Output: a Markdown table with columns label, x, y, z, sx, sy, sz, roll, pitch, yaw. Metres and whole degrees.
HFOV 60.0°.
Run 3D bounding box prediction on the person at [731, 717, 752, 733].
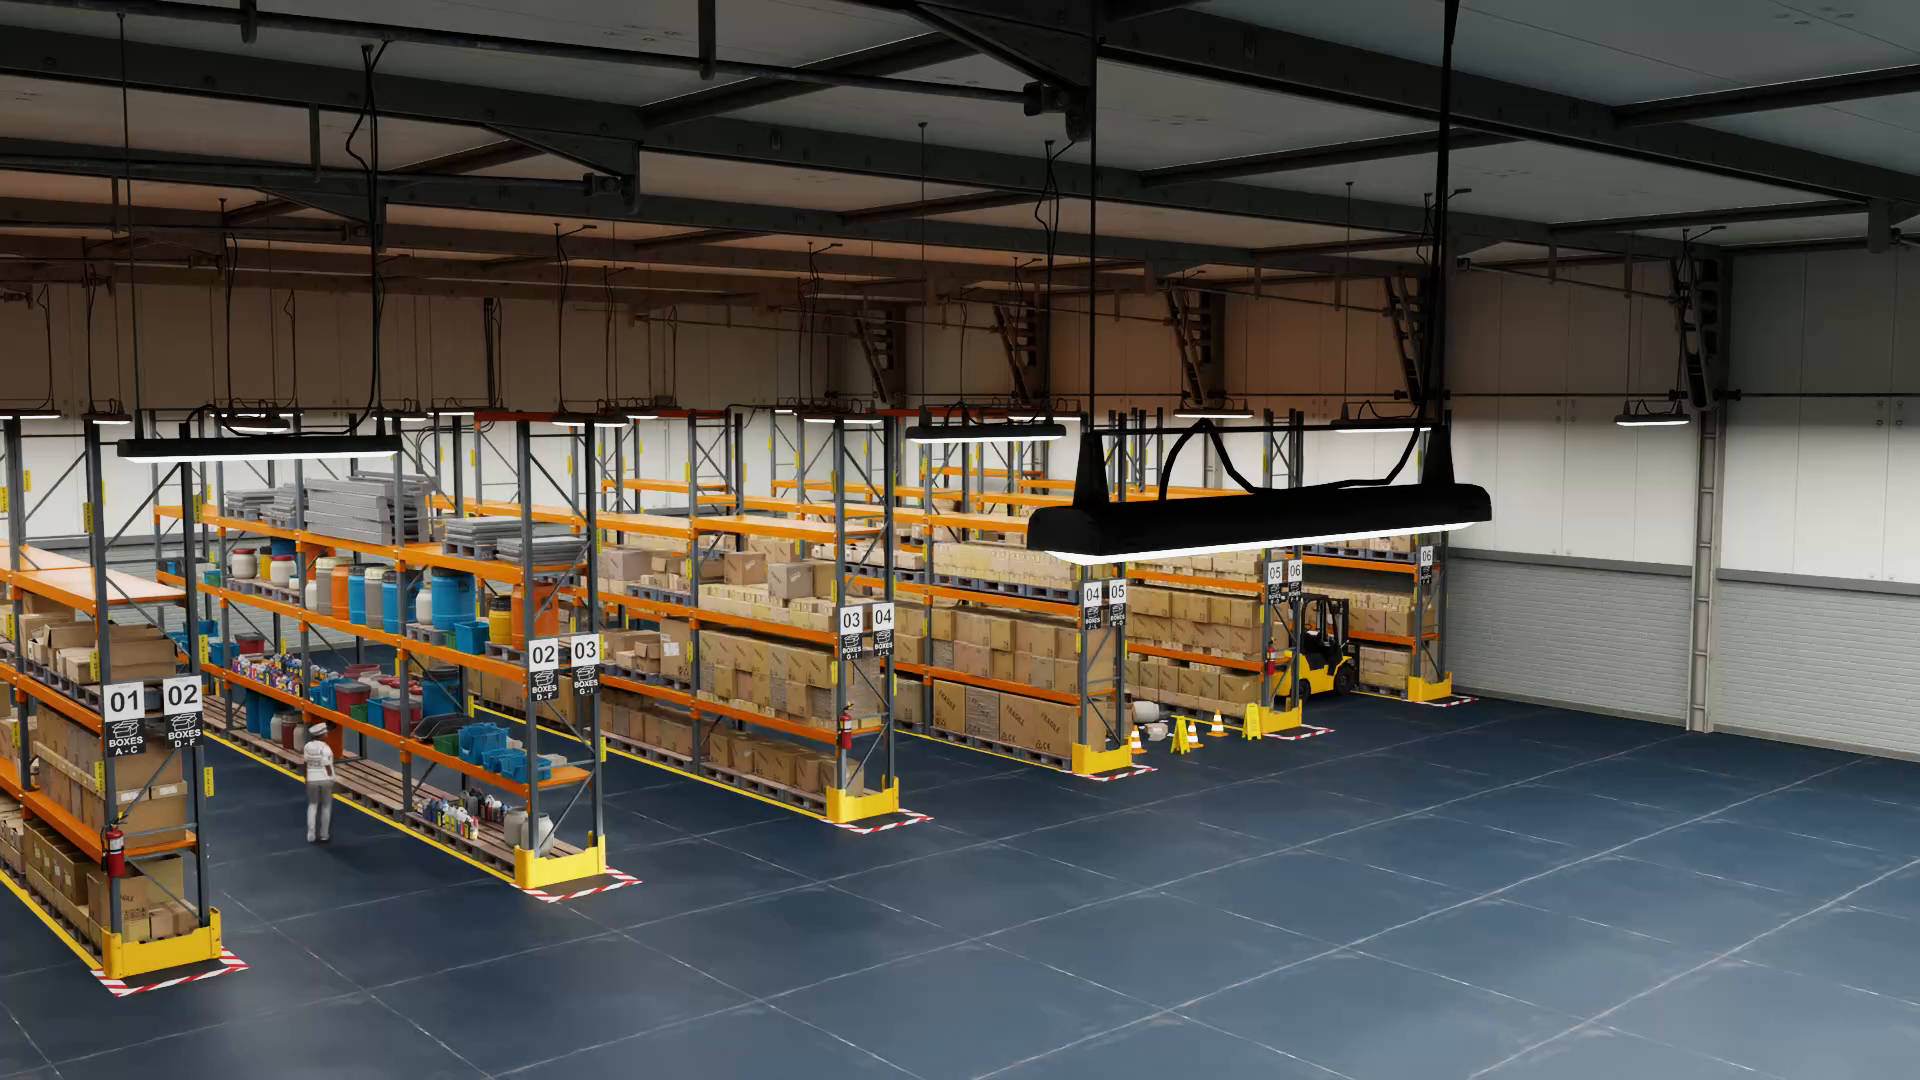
| label | x | y | z | sx | sy | sz | roll | pitch | yaw |
| --- | --- | --- | --- | --- | --- | --- | --- | --- | --- |
| person | -4.114 | 2.744 | 30.918 | 0.617 | 1.817 | 0.655 | -2 | 5 | -21 |

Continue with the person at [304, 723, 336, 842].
| label | x | y | z | sx | sy | sz | roll | pitch | yaw |
| --- | --- | --- | --- | --- | --- | --- | --- | --- | --- |
| person | -9.045 | 3.419 | 23.471 | 0.448 | 1.679 | 0.475 | -1 | 5 | -7 |
